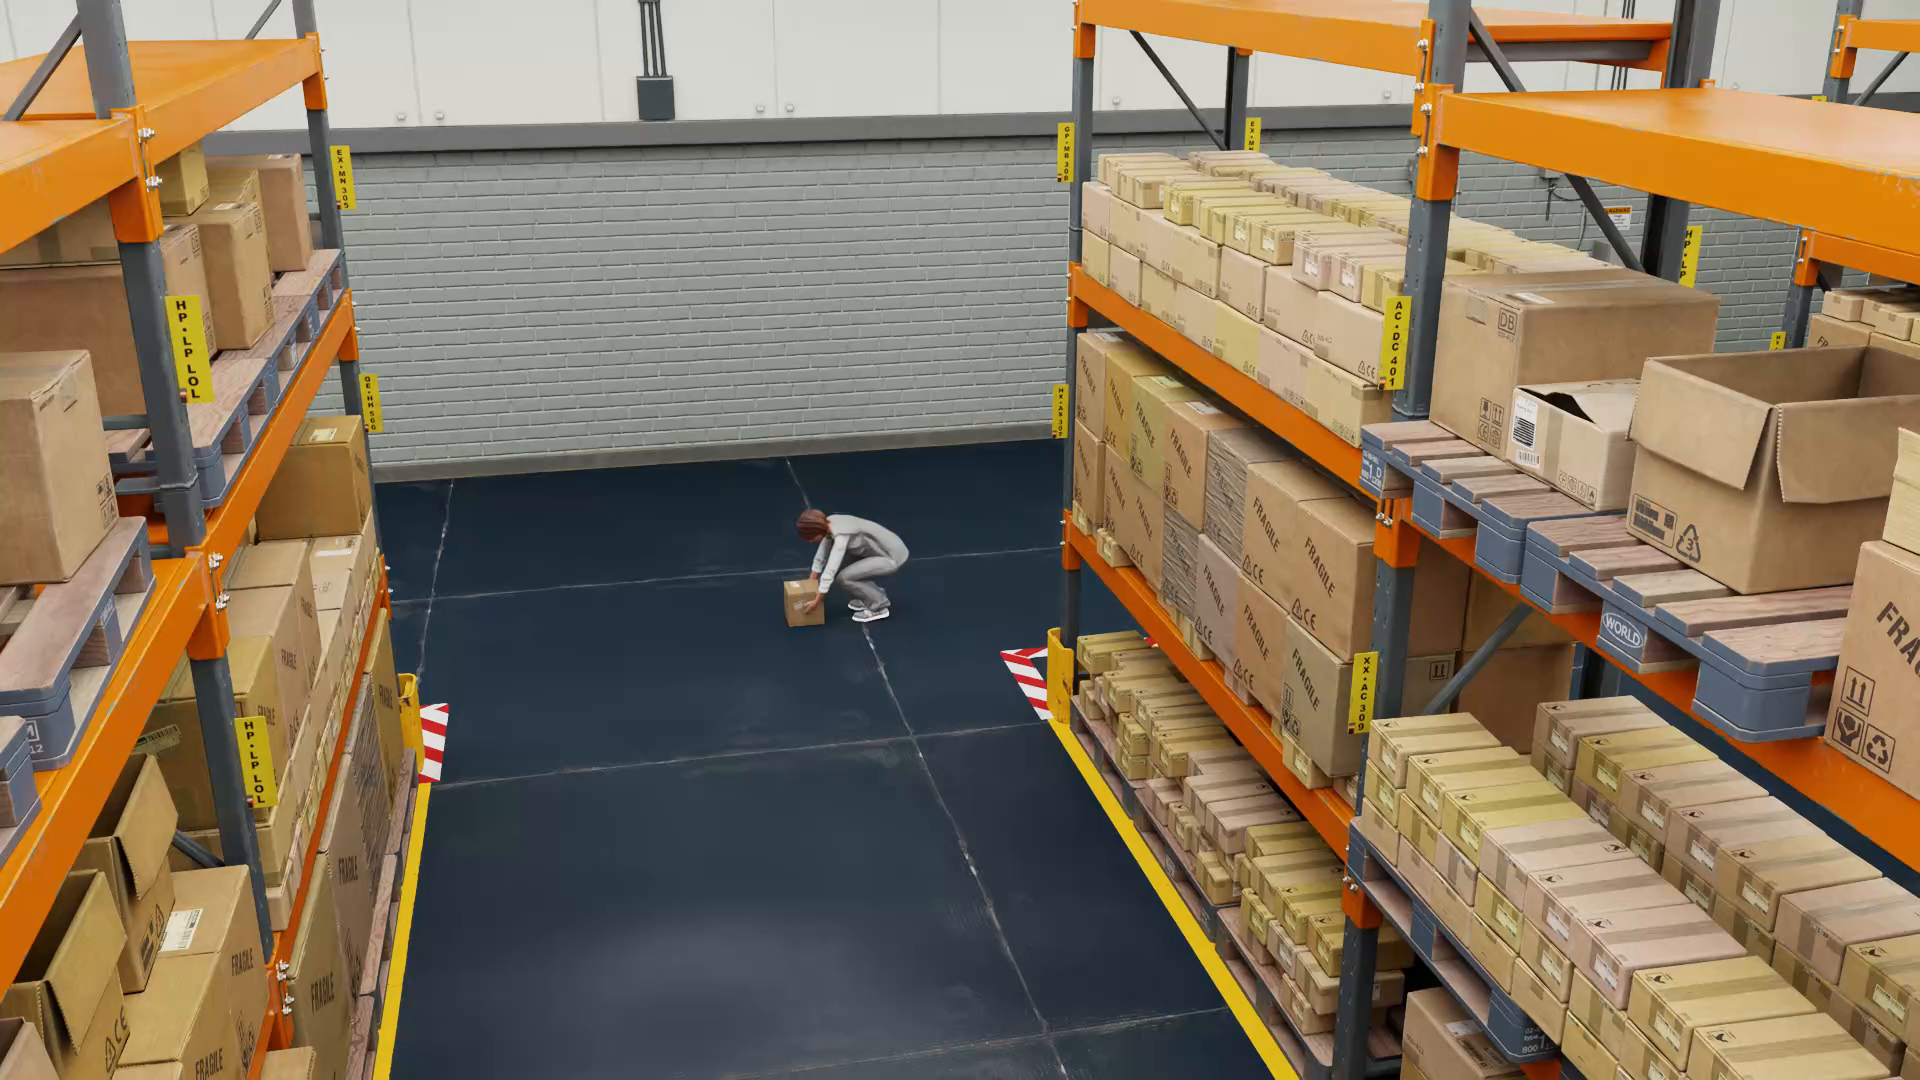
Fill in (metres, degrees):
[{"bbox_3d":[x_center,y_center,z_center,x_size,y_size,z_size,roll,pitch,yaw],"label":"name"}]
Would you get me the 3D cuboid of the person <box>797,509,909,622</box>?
[{"bbox_3d":[-0.758,0.155,11.791,0.804,0.829,0.440,-5,20,-13],"label":"person"}]
